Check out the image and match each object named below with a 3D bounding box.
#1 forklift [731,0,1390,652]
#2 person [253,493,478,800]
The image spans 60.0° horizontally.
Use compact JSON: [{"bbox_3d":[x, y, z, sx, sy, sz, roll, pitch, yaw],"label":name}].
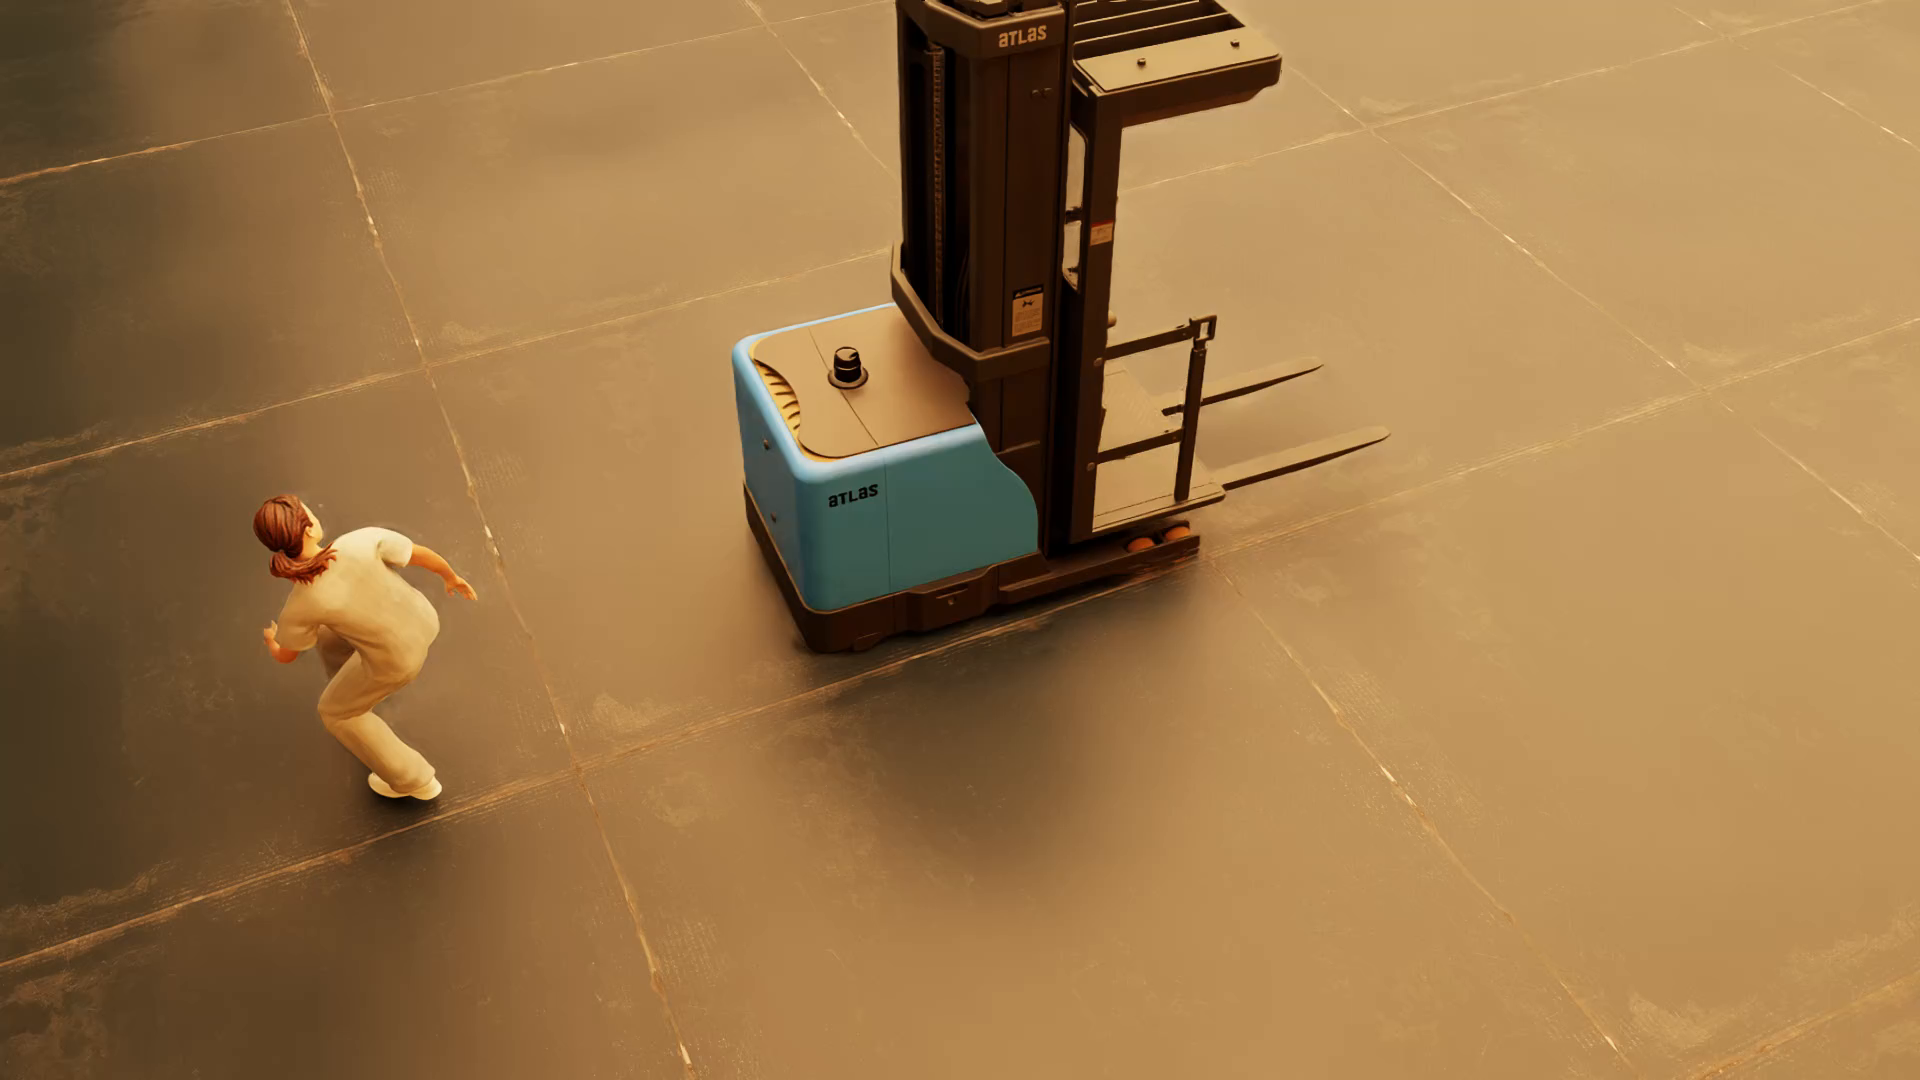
[{"bbox_3d":[0.562,-1.236,7.005,3.031,2.935,1.130,-16,45,-16],"label":"forklift"},{"bbox_3d":[-2.314,0.326,6.366,0.704,1.469,0.665,15,45,15],"label":"person"}]
